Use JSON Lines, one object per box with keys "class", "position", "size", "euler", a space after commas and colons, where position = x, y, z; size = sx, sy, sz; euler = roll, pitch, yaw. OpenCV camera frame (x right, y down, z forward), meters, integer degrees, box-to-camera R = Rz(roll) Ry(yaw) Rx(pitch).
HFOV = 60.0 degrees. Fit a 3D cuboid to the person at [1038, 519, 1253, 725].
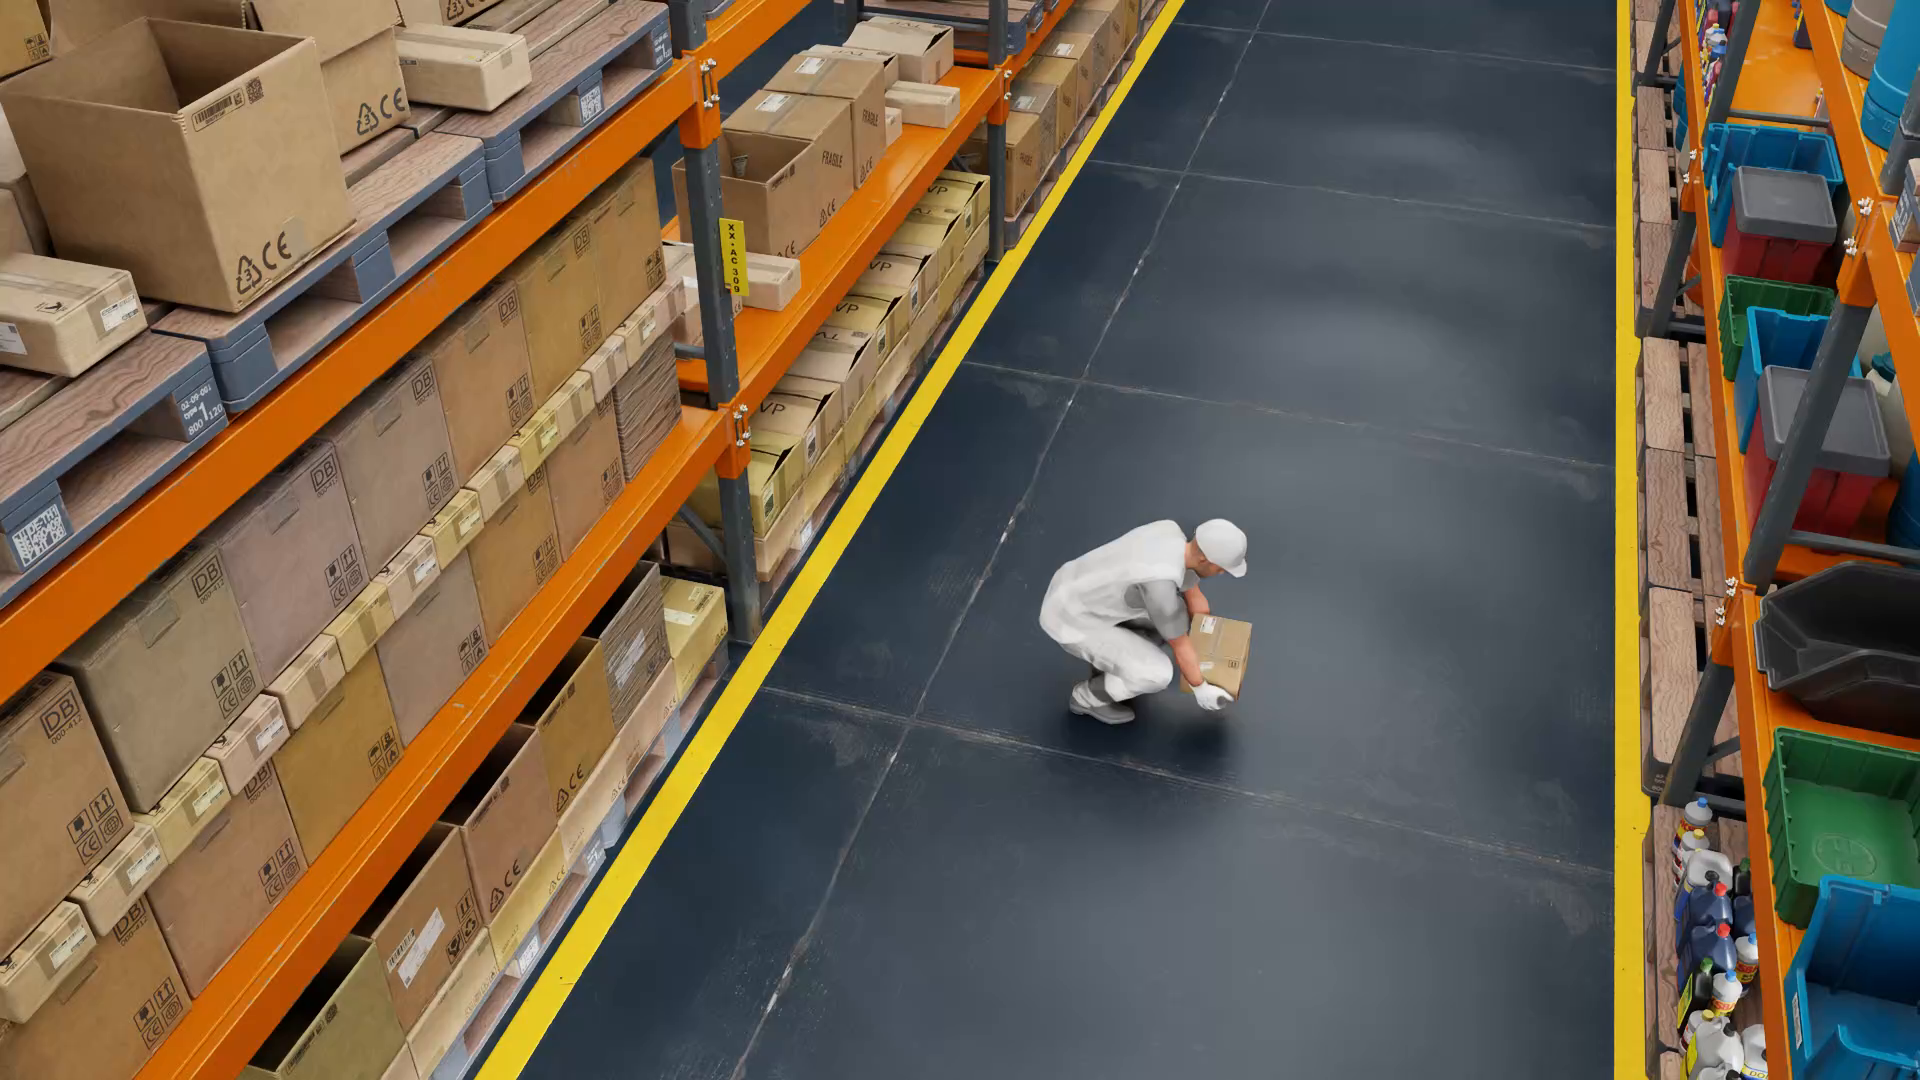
{"class": "person", "position": [0.787, 0.309, 7.125], "size": [0.889, 0.999, 0.542], "euler": [10, 38, 13]}
